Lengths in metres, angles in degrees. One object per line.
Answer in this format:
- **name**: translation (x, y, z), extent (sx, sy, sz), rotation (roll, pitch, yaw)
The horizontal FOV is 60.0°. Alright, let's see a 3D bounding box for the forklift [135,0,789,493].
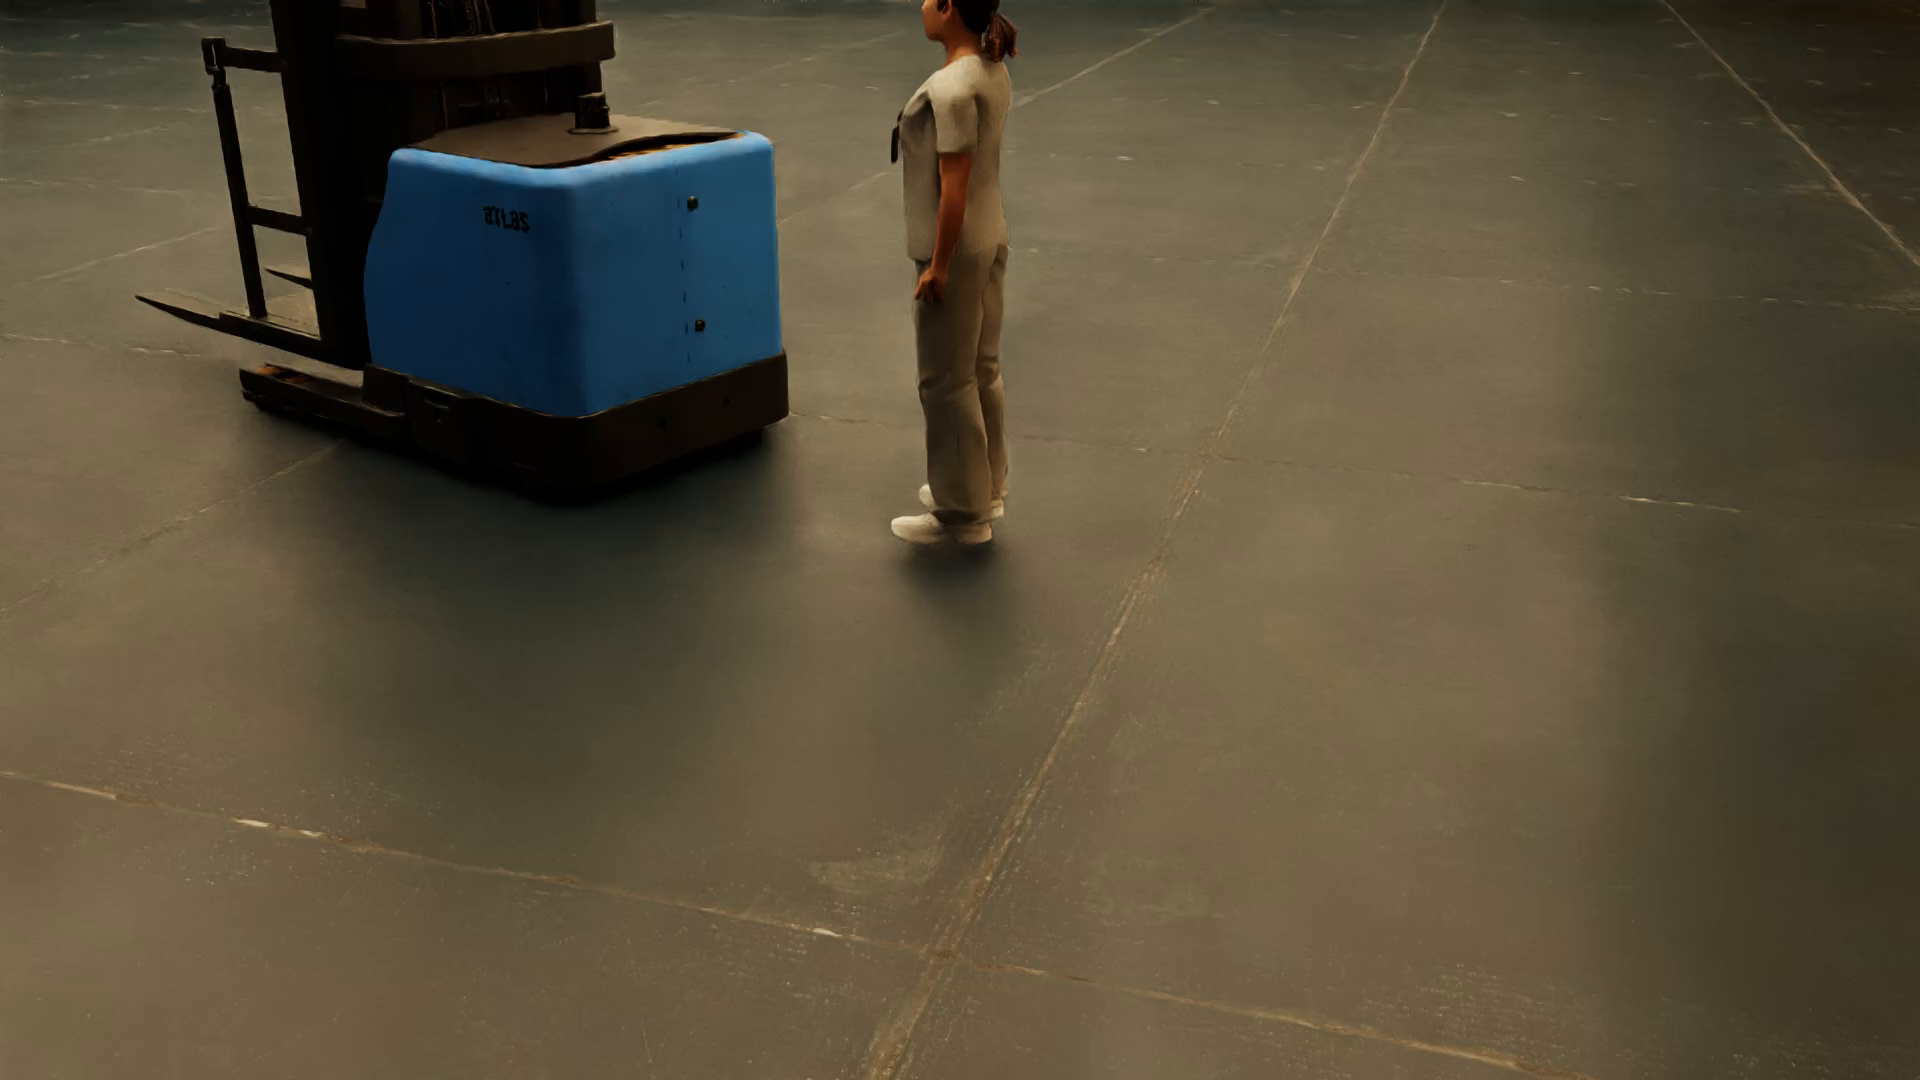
- **forklift**: translation (-2.101, -1.943, 5.986), extent (3.031, 2.935, 1.130), rotation (16, 27, 34)

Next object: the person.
- **person**: translation (-0.015, -0.811, 4.789), extent (0.352, 1.672, 0.432), rotation (7, 23, 16)
